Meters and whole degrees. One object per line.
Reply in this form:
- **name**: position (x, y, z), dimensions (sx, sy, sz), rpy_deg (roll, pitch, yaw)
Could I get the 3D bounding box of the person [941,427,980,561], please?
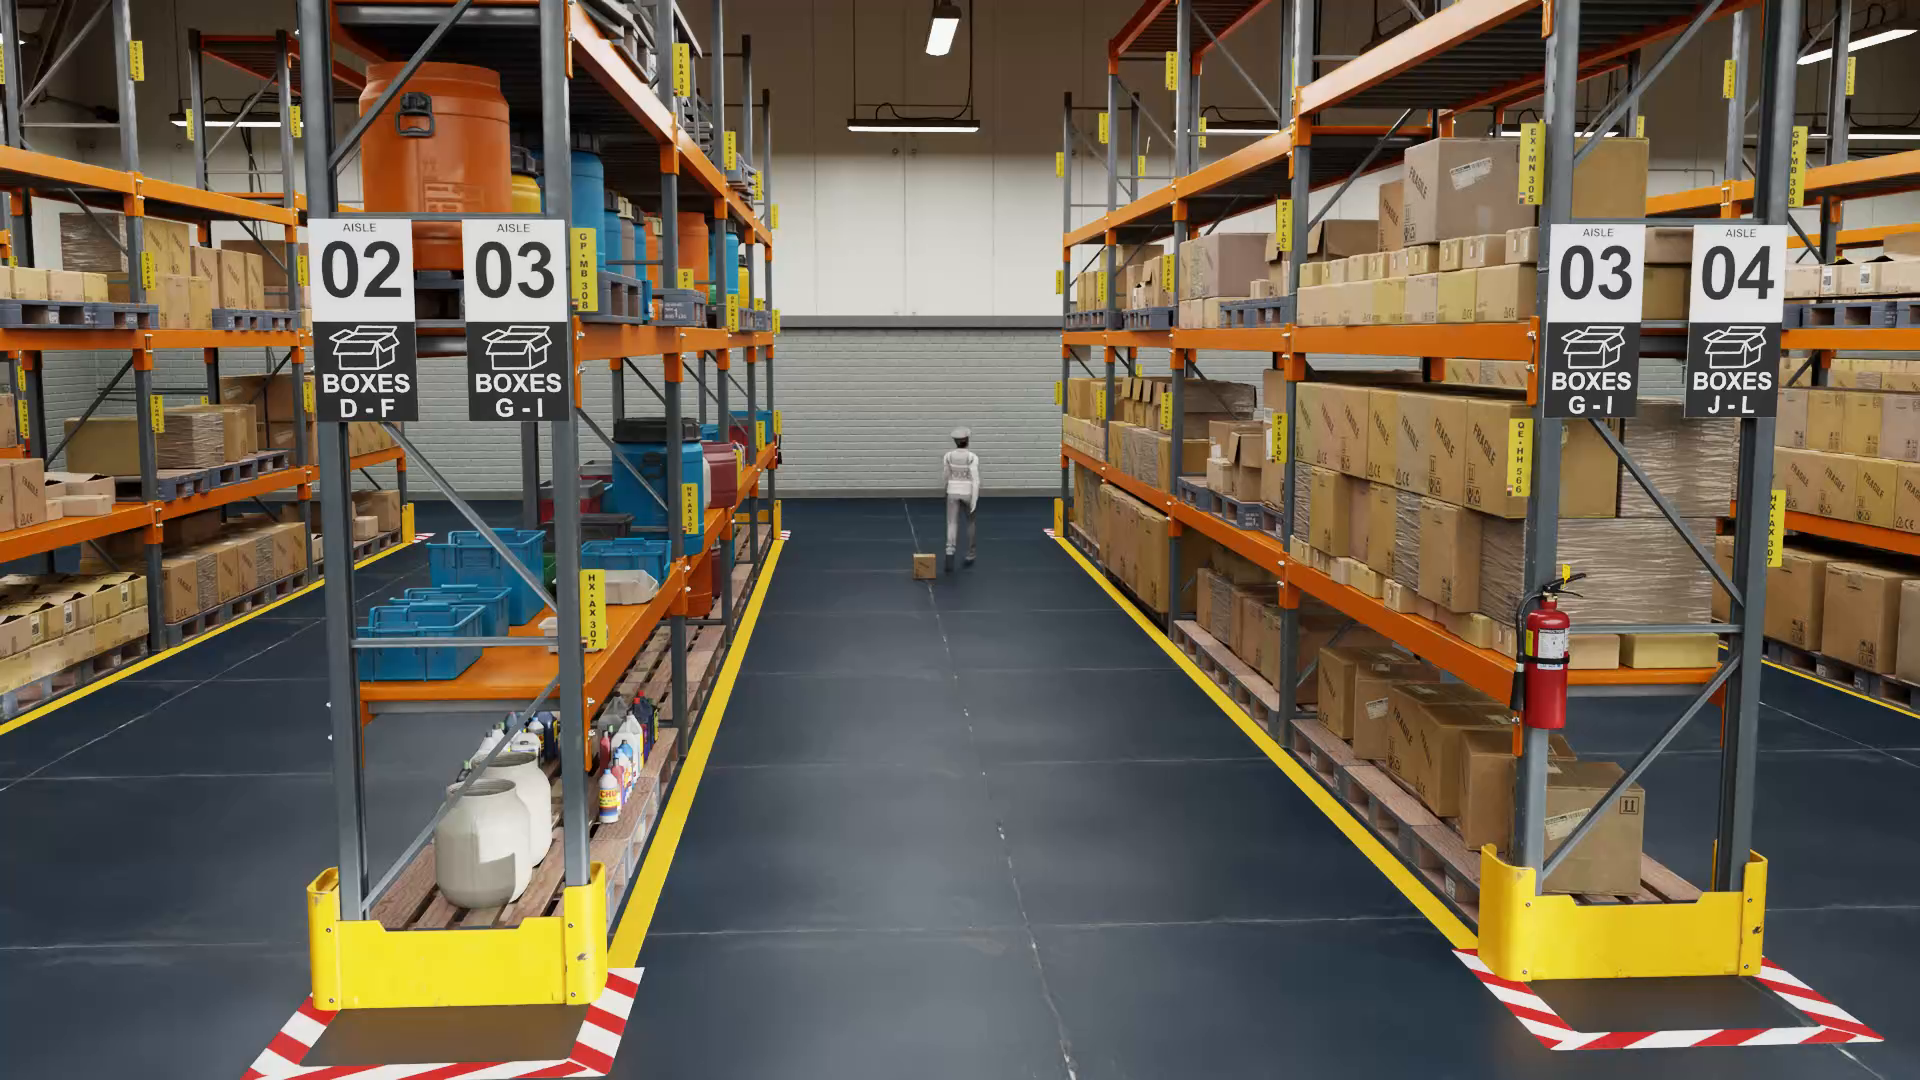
- **person**: position (0.008, -0.544, 20.059), dimensions (0.479, 1.637, 0.990), rpy_deg (1, 7, 5)
